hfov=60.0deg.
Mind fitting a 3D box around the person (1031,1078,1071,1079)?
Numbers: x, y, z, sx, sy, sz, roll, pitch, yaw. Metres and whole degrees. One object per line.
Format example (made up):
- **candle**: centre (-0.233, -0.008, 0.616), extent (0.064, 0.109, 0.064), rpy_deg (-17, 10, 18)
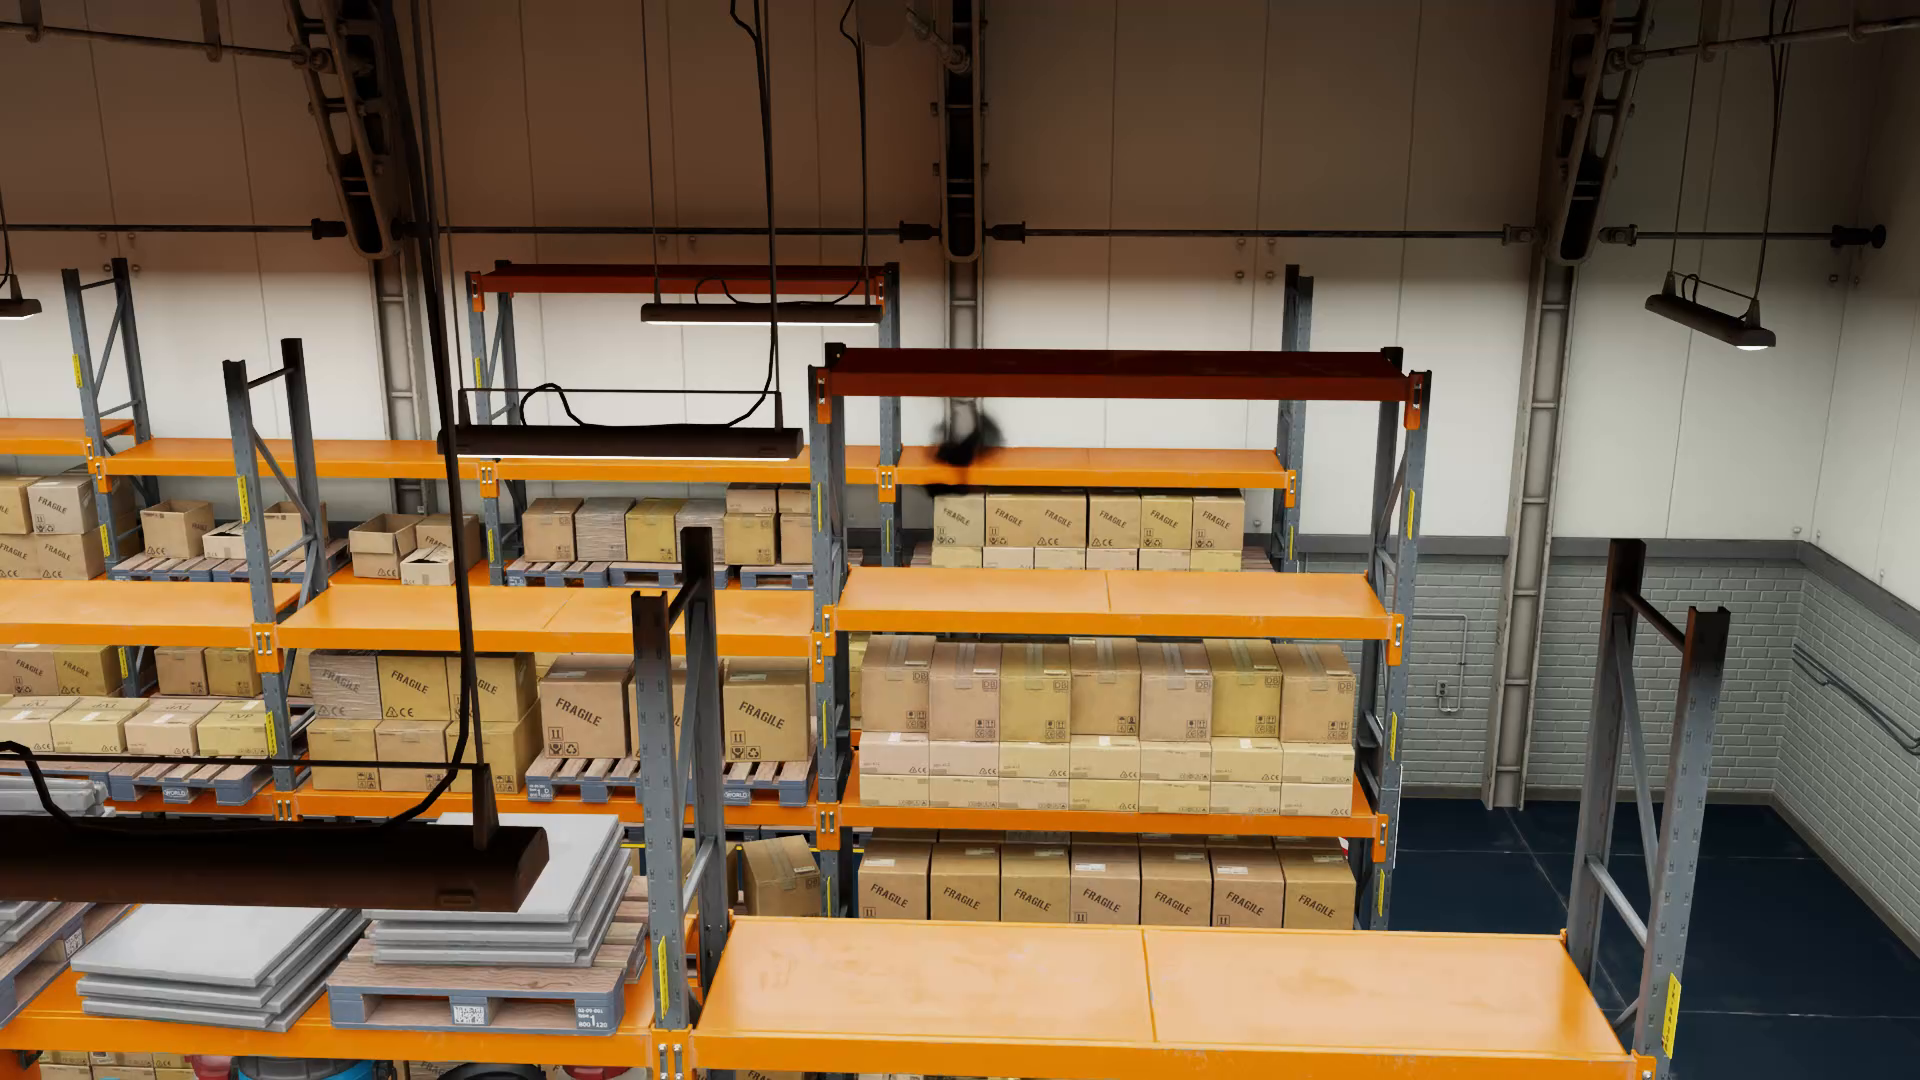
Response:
- **person**: centre (0.614, 4.218, 11.012), extent (0.931, 1.698, 0.585), rpy_deg (-3, 16, -9)
